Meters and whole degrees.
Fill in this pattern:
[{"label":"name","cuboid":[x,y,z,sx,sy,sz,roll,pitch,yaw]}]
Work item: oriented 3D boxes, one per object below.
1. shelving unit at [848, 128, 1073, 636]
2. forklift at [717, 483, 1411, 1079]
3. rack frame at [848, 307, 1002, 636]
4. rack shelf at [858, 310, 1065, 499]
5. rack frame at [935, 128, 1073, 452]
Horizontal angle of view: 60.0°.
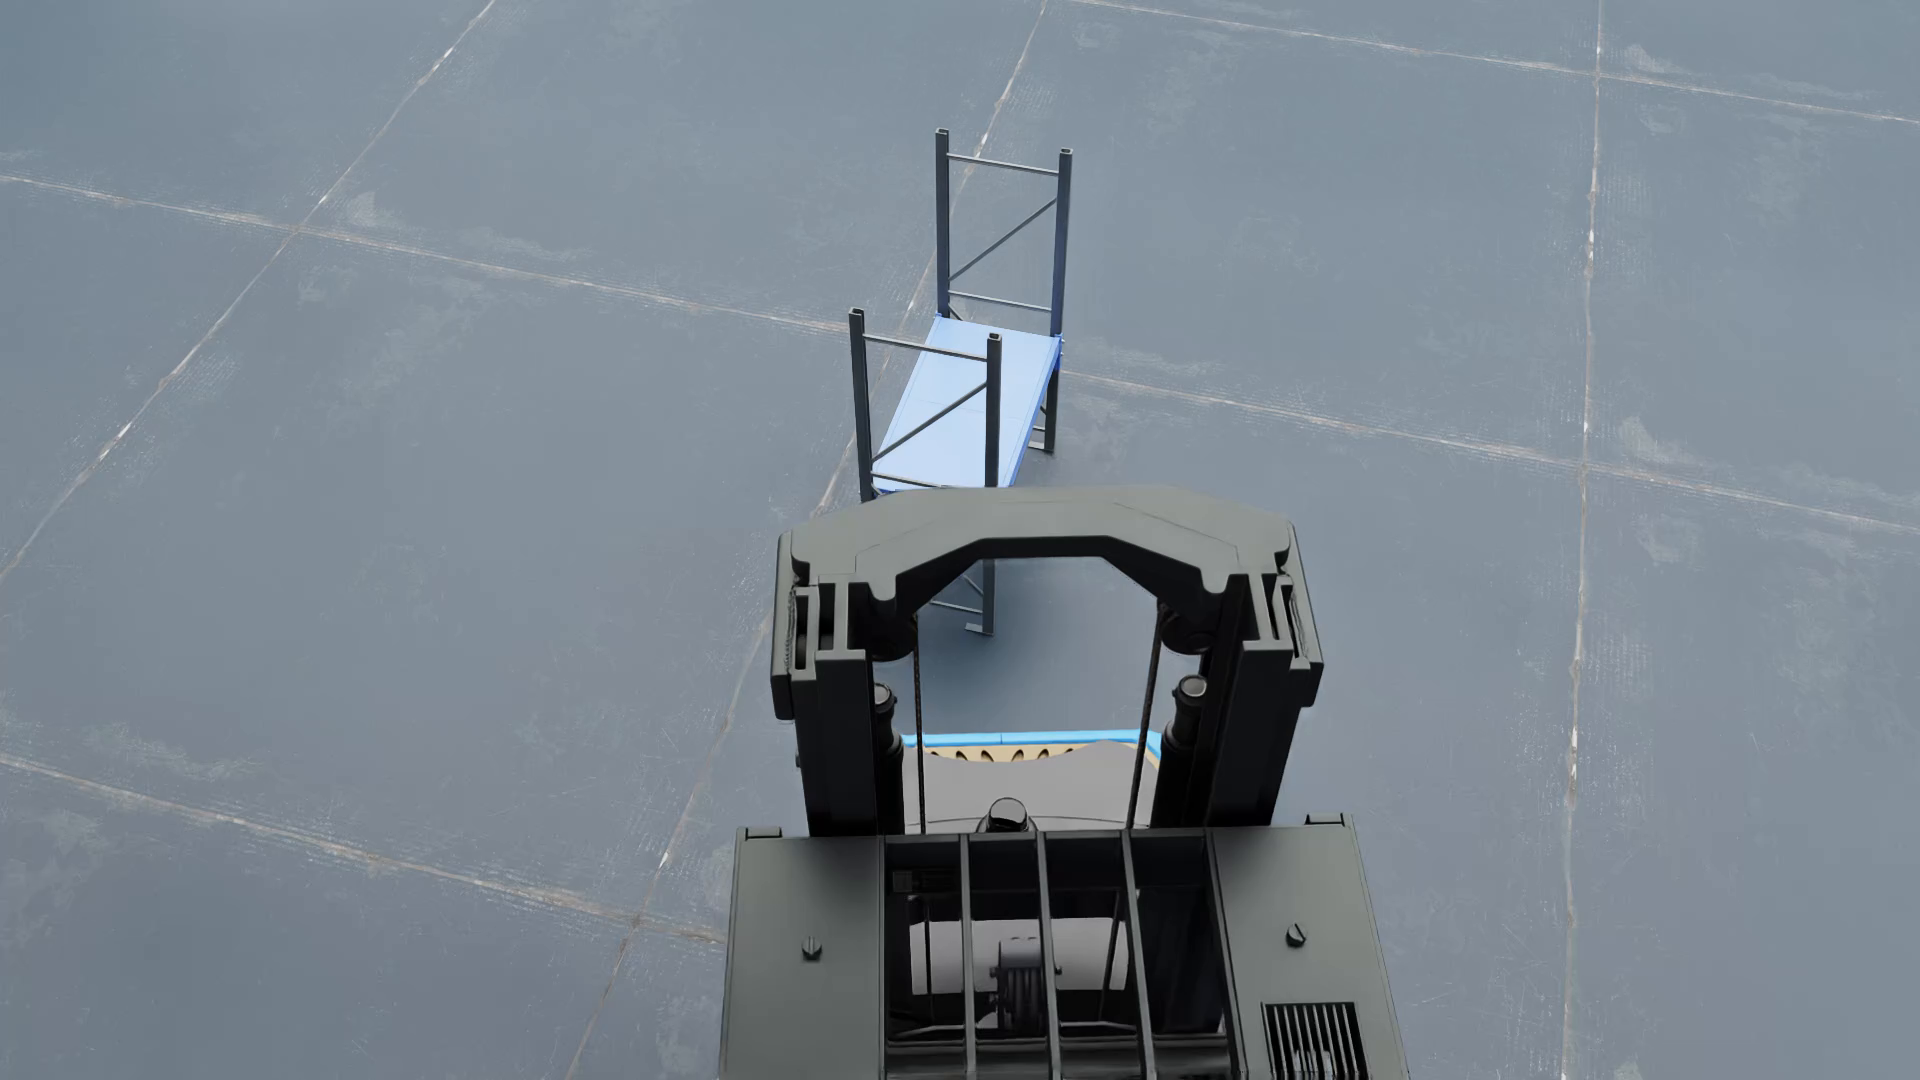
[{"label":"shelving unit","cuboid":[0.022,-0.558,6.161,0.538,1.500,1.048,12,50,10]},{"label":"forklift","cuboid":[0.158,1.399,3.479,1.130,2.935,3.031,-1,49,-1]},{"label":"rack frame","cuboid":[-0.111,-0.190,5.836,0.500,1.500,0.032,12,50,10]},{"label":"rack shelf","cuboid":[0.022,-0.439,6.296,0.538,0.185,1.000,12,50,10]},{"label":"rack frame","cuboid":[0.156,-0.926,6.486,0.500,1.500,0.032,12,50,10]}]
